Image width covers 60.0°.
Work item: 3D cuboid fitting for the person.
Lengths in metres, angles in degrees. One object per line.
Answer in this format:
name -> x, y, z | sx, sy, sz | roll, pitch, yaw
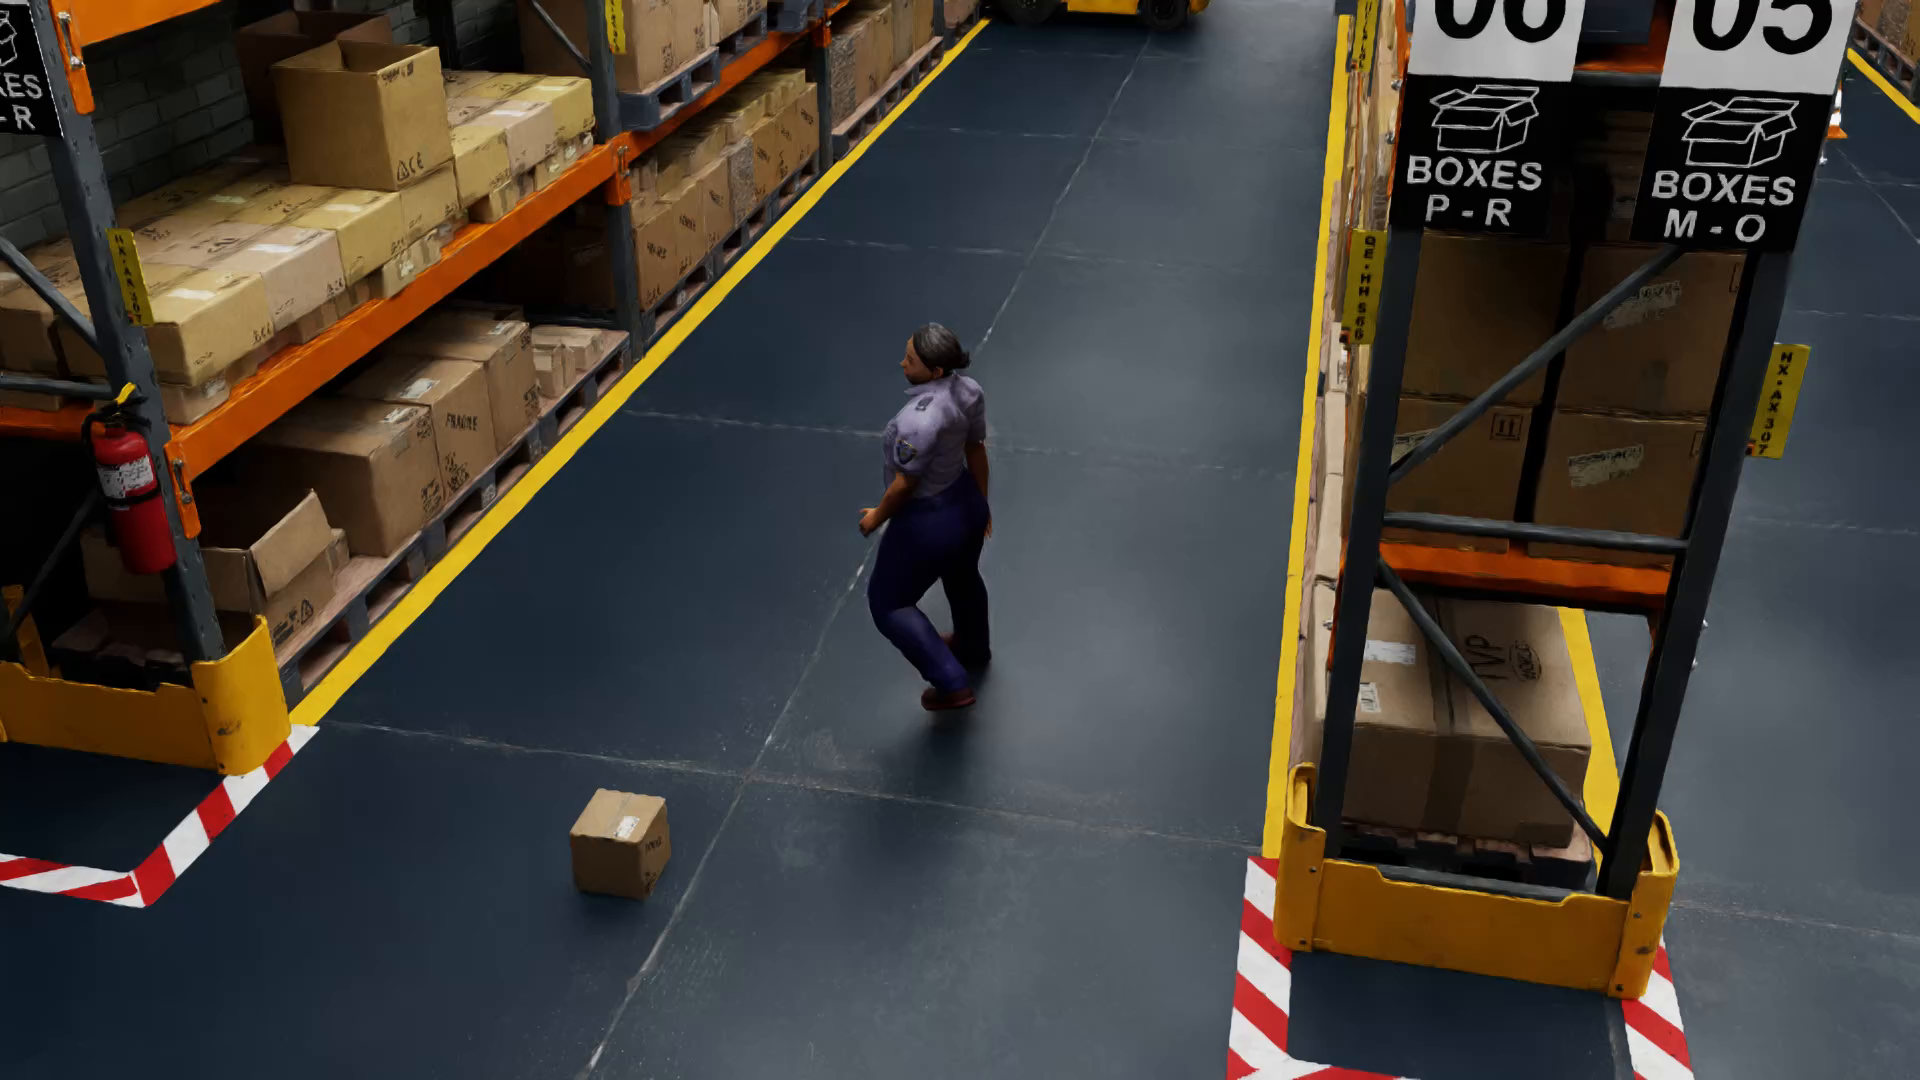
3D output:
person -> -0.074, -0.110, 6.358 | 0.520, 1.626, 0.662 | 13, 31, 22
